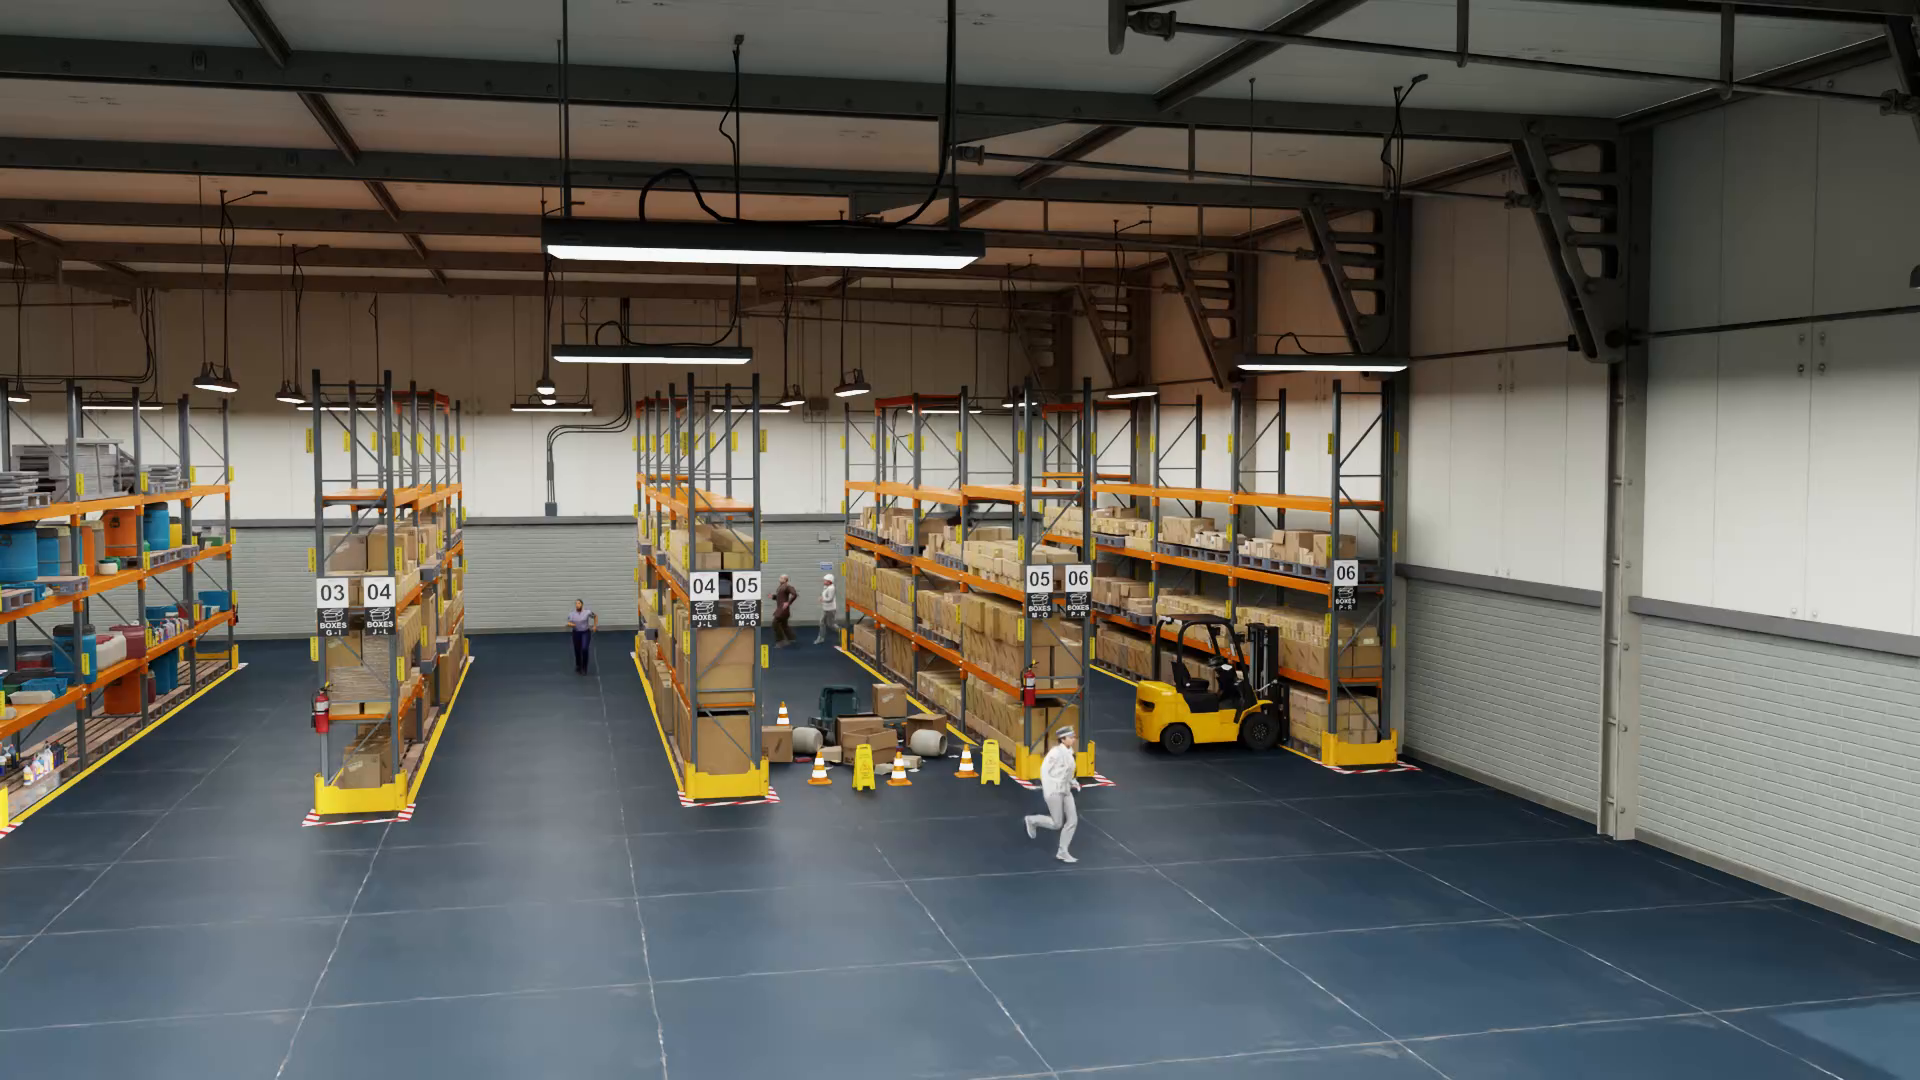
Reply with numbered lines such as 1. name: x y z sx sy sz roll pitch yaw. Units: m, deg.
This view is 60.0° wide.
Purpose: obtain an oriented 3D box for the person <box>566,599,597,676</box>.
1. person: -8.203 2.119 36.074 0.611 1.644 0.858 0 3 -2

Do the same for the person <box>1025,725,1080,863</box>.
1. person: 1.134 3.041 20.096 0.726 1.658 0.631 2 4 35

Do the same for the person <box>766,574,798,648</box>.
1. person: -4.372 1.754 40.966 0.776 1.826 0.685 -1 3 -17

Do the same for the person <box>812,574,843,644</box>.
1. person: -3.237 1.738 41.577 0.902 1.769 0.679 -1 3 -10
